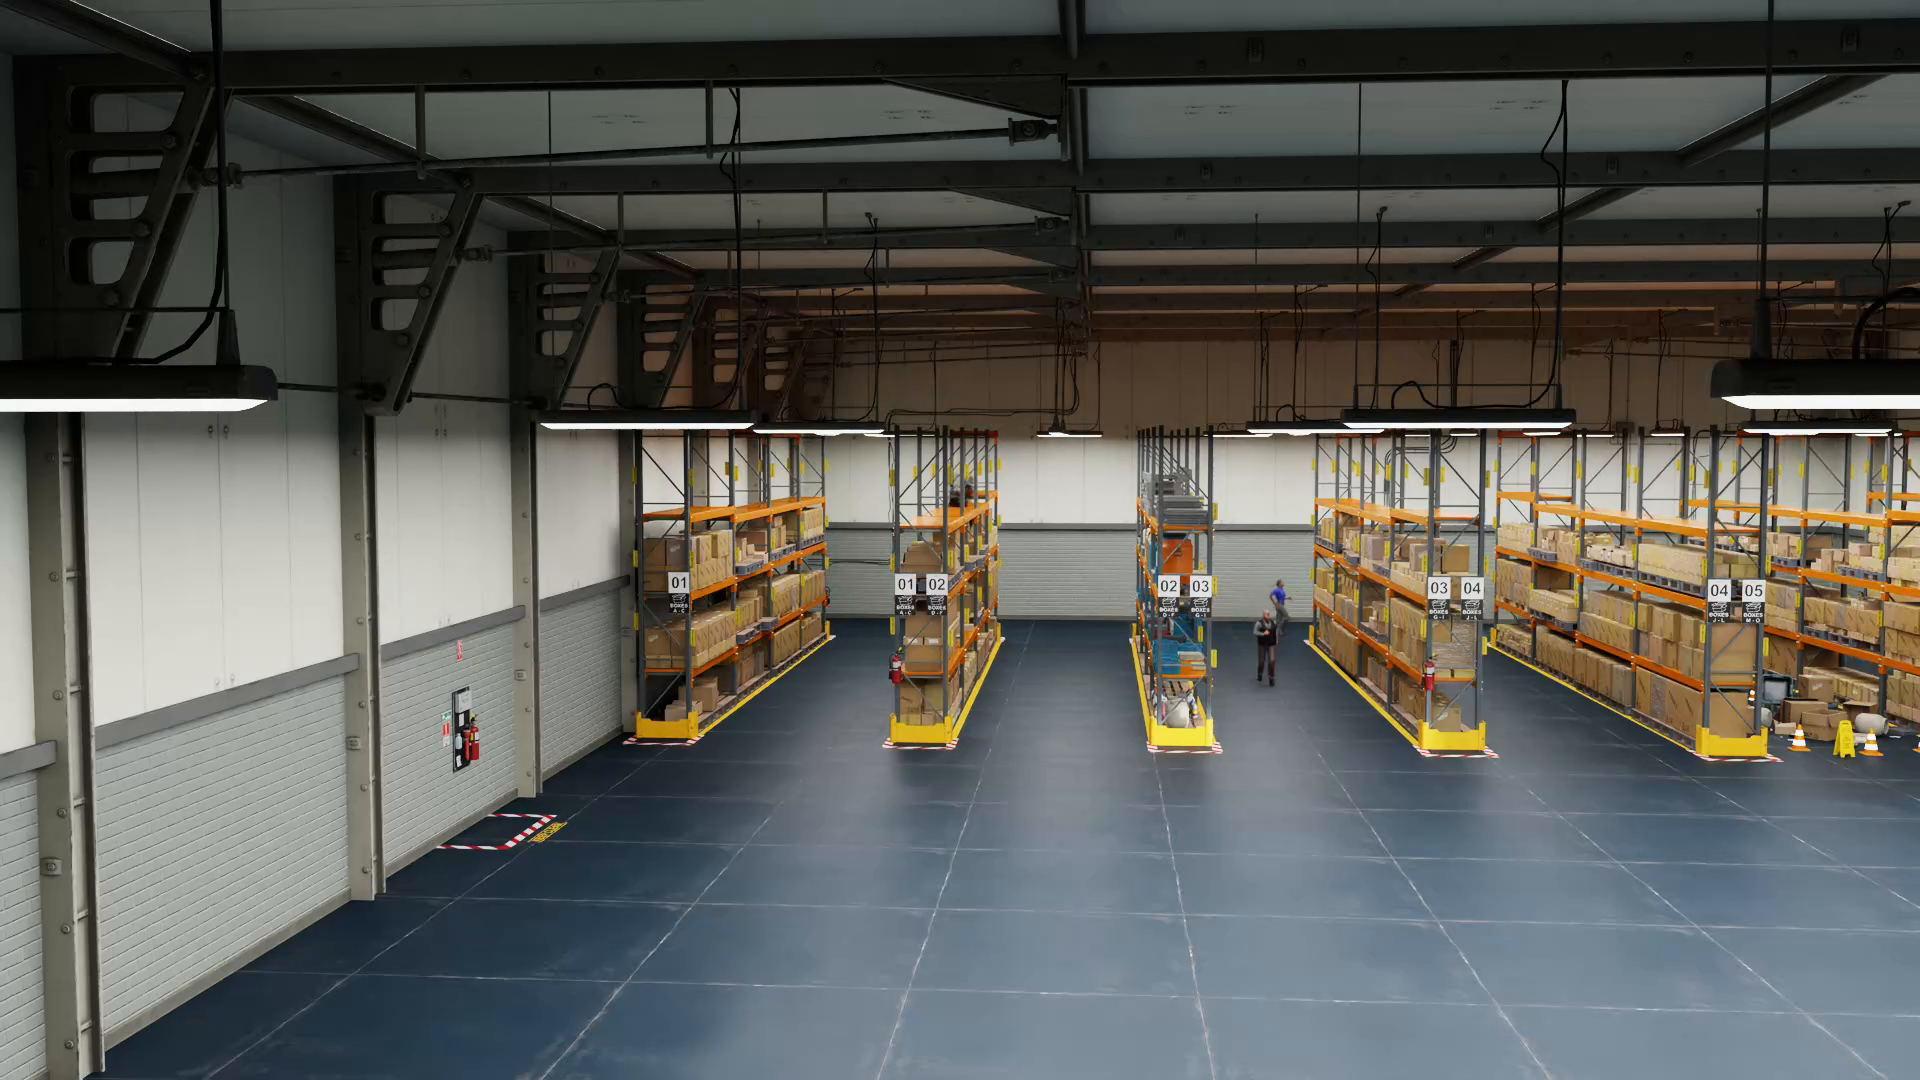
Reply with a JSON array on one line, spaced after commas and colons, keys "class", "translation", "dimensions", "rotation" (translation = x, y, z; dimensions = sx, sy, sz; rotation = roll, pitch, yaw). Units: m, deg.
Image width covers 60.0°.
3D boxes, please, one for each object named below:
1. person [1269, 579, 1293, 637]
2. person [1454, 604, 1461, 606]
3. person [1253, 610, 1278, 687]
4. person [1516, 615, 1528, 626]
[{"class": "person", "translation": [9.362, 1.998, 48.515], "dimensions": [0.699, 1.670, 0.548], "rotation": [1, 4, 24]}, {"class": "person", "translation": [13.864, 2.145, 47.097], "dimensions": [0.621, 1.538, 0.672], "rotation": [-1, 4, -18]}, {"class": "person", "translation": [7.162, 2.512, 38.923], "dimensions": [0.652, 1.777, 0.813], "rotation": [0, 3, -2]}, {"class": "person", "translation": [16.146, 2.023, 47.393], "dimensions": [0.725, 1.772, 0.615], "rotation": [-3, 4, -40]}]
